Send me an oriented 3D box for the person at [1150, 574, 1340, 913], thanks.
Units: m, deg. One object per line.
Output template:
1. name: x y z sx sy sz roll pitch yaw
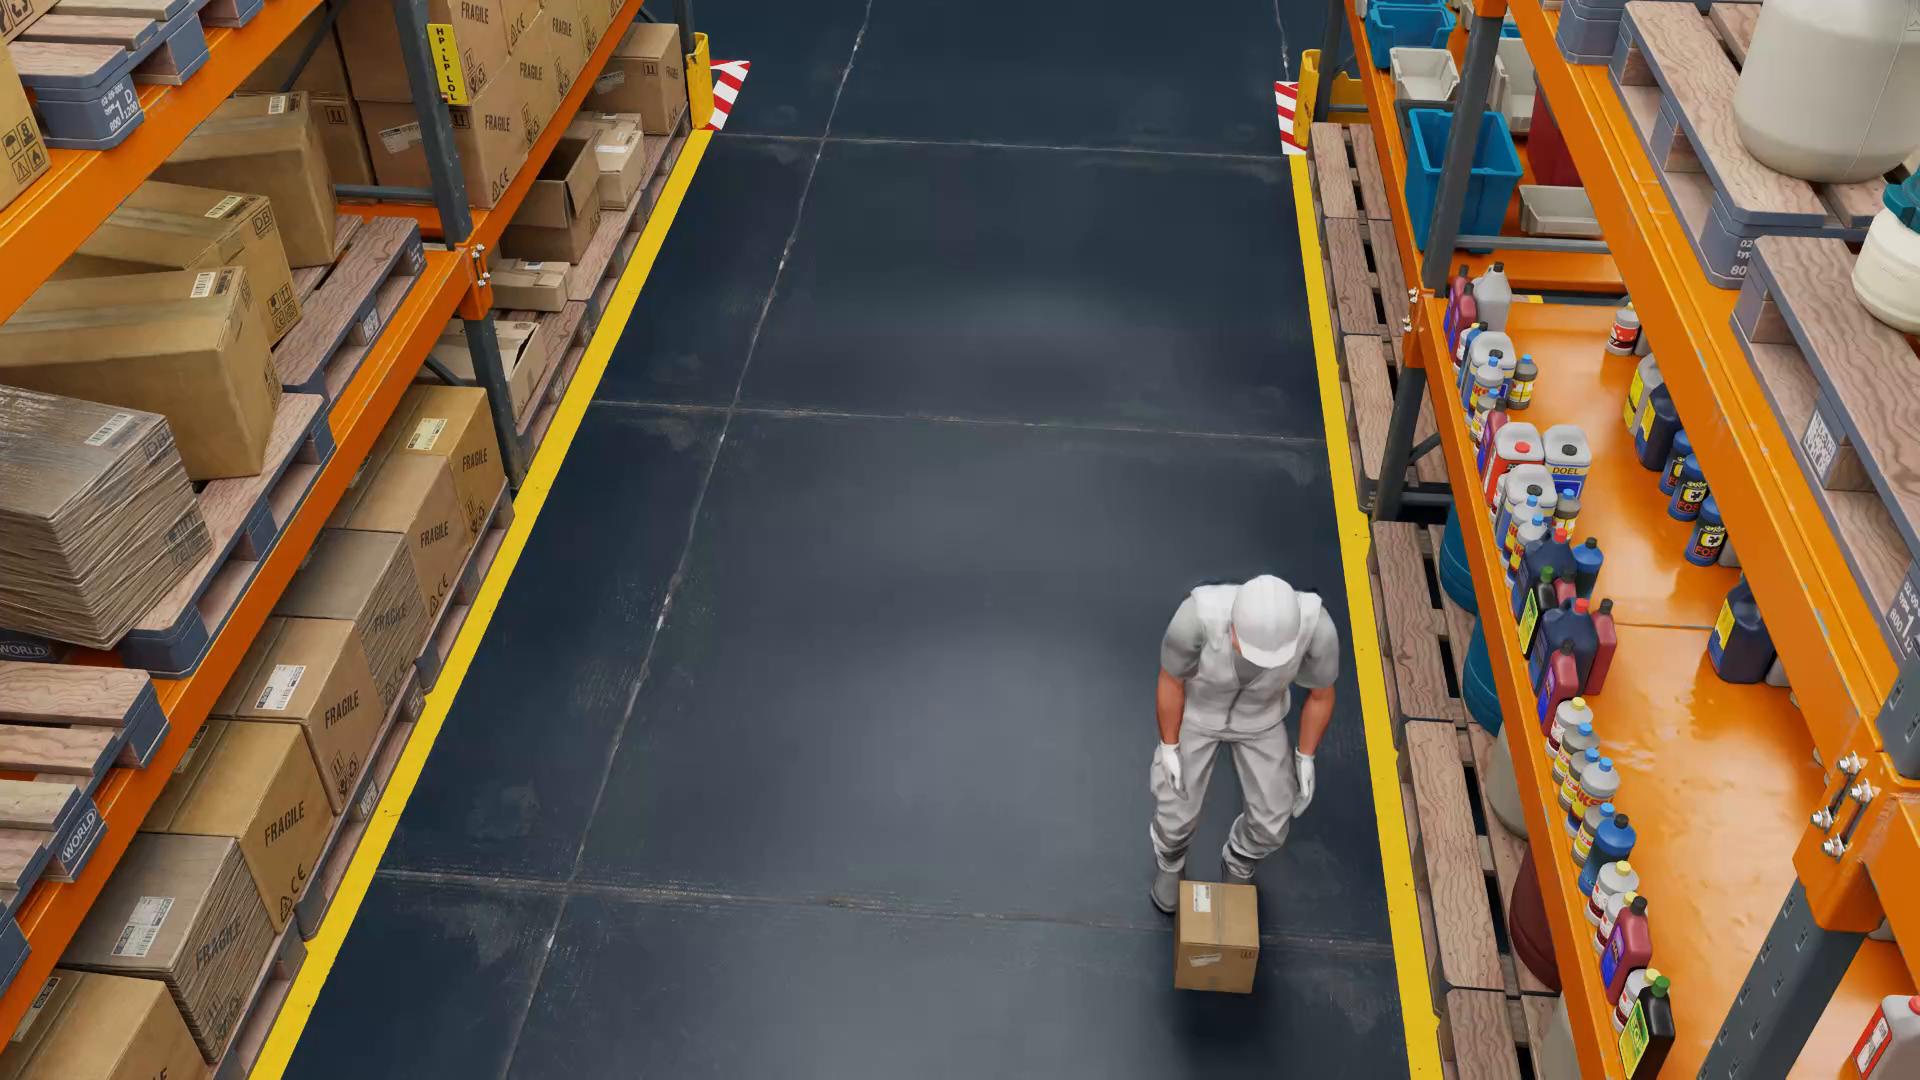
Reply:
1. person: 0.918 0.651 5.482 0.568 1.627 0.602 4 40 5
